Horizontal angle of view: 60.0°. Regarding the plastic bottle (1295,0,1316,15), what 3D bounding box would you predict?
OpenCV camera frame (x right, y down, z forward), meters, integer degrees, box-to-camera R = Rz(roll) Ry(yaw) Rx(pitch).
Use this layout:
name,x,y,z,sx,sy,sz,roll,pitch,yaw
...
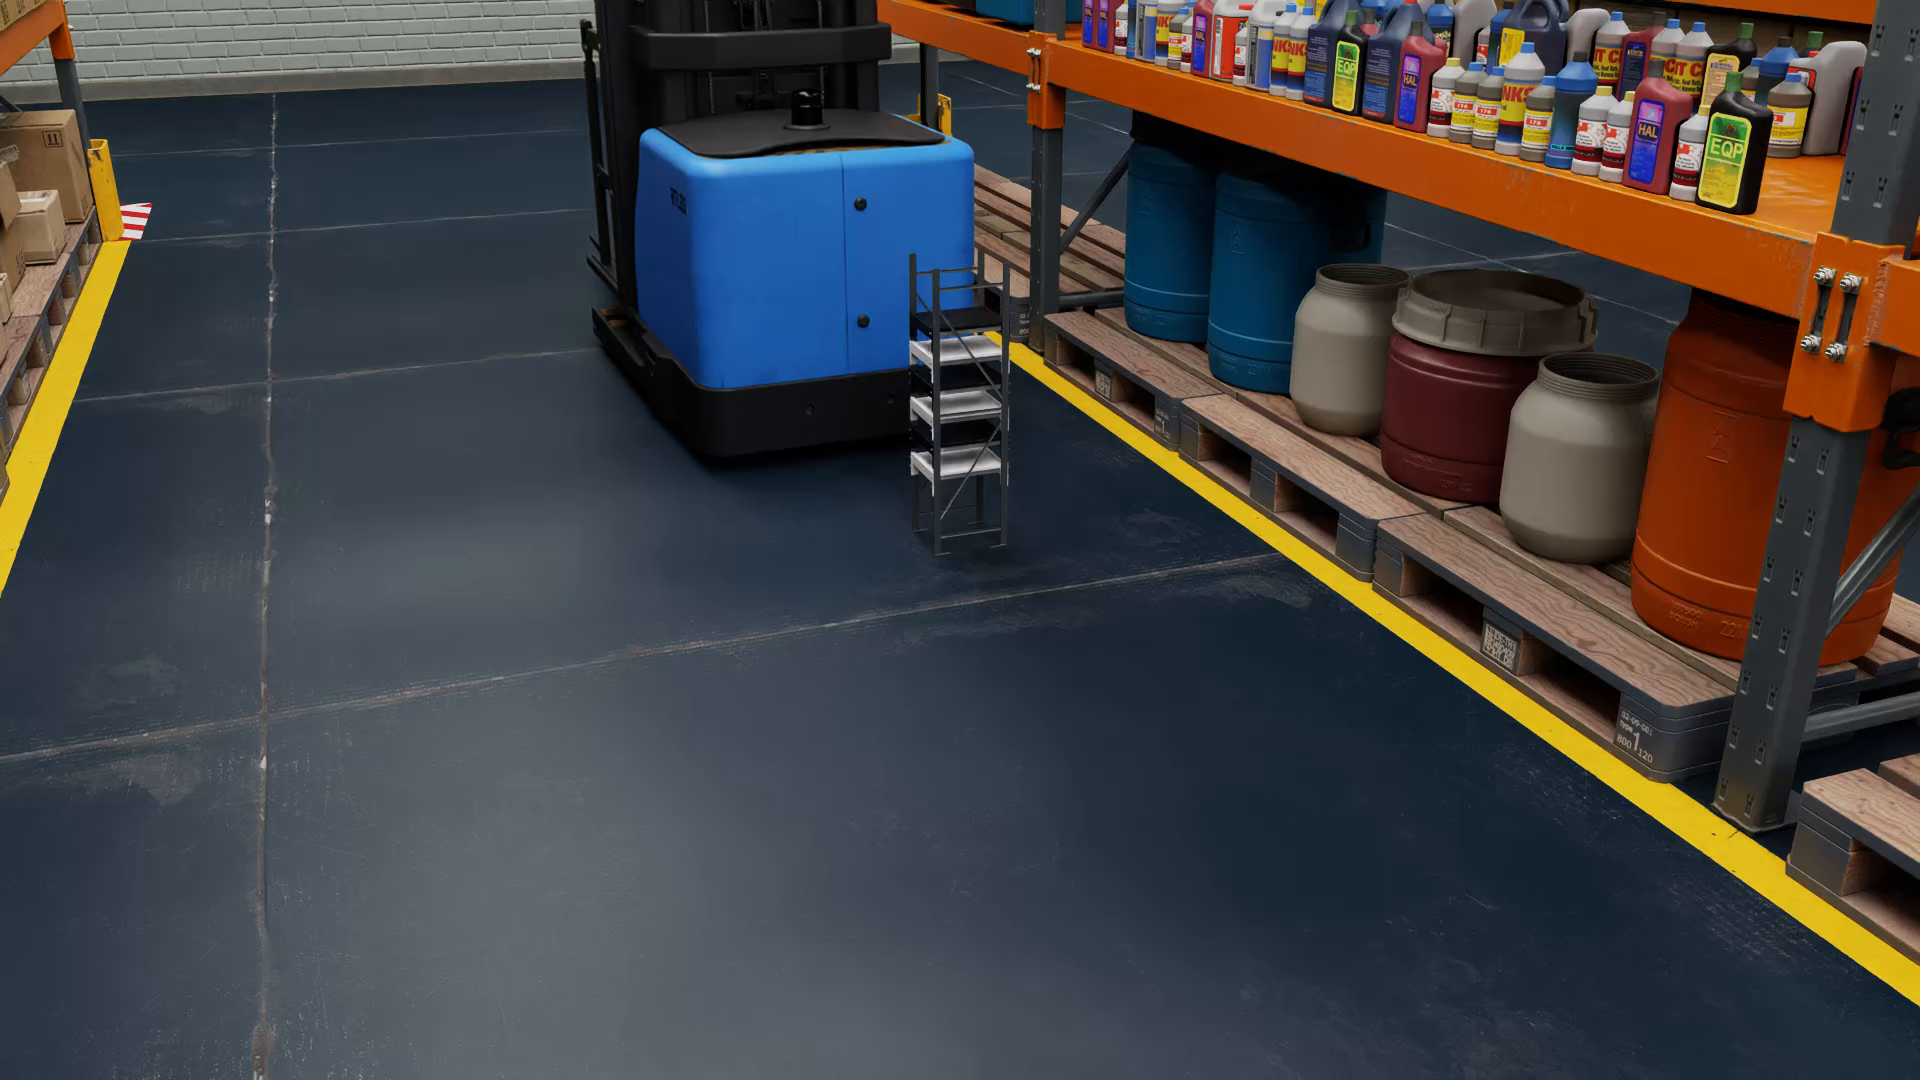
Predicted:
name,x,y,z,sx,sy,sz,roll,pitch,yaw
plastic bottle,1.282,-1.935,6.043,0.144,0.351,0.185,-8,24,-19

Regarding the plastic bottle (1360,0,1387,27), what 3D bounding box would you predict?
name,x,y,z,sx,sy,sz,roll,pitch,yaw
plastic bottle,1.425,-1.769,5.750,0.097,0.271,0.097,0,23,0

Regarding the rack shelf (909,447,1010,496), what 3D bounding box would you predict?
name,x,y,z,sx,sy,sz,roll,pitch,yaw
rack shelf,-0.003,-0.221,5.165,0.258,0.077,0.200,-8,24,-19

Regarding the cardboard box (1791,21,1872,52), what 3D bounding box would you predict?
name,x,y,z,sx,sy,sz,roll,pitch,yaw
cardboard box,5.262,-2.412,9.305,0.875,0.875,0.875,-8,24,-19

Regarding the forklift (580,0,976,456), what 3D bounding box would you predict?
name,x,y,z,sx,sy,sz,roll,pitch,yaw
forklift,-0.959,-2.182,6.652,1.130,2.935,3.031,-9,24,-20

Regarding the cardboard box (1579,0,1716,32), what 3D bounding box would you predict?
name,x,y,z,sx,sy,sz,roll,pitch,yaw
cardboard box,4.629,-3.062,10.848,0.875,0.875,0.875,-8,24,-19

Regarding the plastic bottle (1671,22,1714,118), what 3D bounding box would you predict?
name,x,y,z,sx,sy,sz,roll,pitch,yaw
plastic bottle,2.042,-1.302,4.643,0.097,0.271,0.097,0,23,0

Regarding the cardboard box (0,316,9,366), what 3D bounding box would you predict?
name,x,y,z,sx,sy,sz,roll,pitch,yaw
cardboard box,-3.795,-0.734,6.026,0.500,0.311,0.500,-8,24,-19

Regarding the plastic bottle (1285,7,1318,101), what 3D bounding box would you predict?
name,x,y,z,sx,sy,sz,roll,pitch,yaw
plastic bottle,1.052,-1.485,5.077,0.097,0.271,0.097,0,23,0

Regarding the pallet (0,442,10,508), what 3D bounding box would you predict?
name,x,y,z,sx,sy,sz,roll,pitch,yaw
pallet,-3.526,-0.013,5.010,1.003,0.211,1.213,-8,24,-19

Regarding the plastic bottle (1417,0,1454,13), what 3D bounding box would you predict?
name,x,y,z,sx,sy,sz,roll,pitch,yaw
plastic bottle,1.583,-1.746,5.690,0.152,0.276,0.135,-8,24,-19

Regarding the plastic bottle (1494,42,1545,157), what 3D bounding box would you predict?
name,x,y,z,sx,sy,sz,roll,pitch,yaw
plastic bottle,1.415,-1.112,4.193,0.097,0.271,0.097,0,23,0

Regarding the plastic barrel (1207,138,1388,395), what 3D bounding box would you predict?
name,x,y,z,sx,sy,sz,roll,pitch,yaw
plastic barrel,1.213,-1.036,6.007,0.600,0.901,0.708,-8,24,-19

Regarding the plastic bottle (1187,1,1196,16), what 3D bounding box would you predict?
name,x,y,z,sx,sy,sz,roll,pitch,yaw
plastic bottle,0.833,-1.846,6.023,0.097,0.201,0.097,0,23,0

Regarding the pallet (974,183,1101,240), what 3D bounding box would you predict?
name,x,y,z,sx,sy,sz,roll,pitch,yaw
pallet,0.056,-1.688,8.983,1.003,0.211,1.213,-8,24,-19

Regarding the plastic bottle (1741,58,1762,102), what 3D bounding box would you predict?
name,x,y,z,sx,sy,sz,roll,pitch,yaw
plastic bottle,2.123,-1.186,4.457,0.097,0.201,0.097,0,23,0

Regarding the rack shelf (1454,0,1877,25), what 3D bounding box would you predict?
name,x,y,z,sx,sy,sz,roll,pitch,yaw
rack shelf,4.713,-3.342,10.242,1.077,0.370,4.000,-8,24,-19

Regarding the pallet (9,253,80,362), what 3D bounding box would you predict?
name,x,y,z,sx,sy,sz,roll,pitch,yaw
pallet,-4.525,-0.997,7.344,1.003,0.211,1.213,-8,24,-19

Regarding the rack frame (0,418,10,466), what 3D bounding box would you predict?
name,x,y,z,sx,sy,sz,roll,pitch,yaw
rack frame,-3.849,-1.589,5.157,1.000,3.000,0.127,-8,24,-19

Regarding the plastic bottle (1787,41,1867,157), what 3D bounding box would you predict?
name,x,y,z,sx,sy,sz,roll,pitch,yaw
plastic bottle,2.186,-1.126,4.219,0.152,0.276,0.135,-8,24,-19

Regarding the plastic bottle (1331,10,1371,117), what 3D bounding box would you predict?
name,x,y,z,sx,sy,sz,roll,pitch,yaw
plastic bottle,1.141,-1.379,4.810,0.061,0.283,0.133,-8,24,-19

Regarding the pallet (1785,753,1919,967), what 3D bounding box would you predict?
name,x,y,z,sx,sy,sz,roll,pitch,yaw
pallet,2.437,0.758,3.179,1.003,0.211,1.213,-8,24,-19

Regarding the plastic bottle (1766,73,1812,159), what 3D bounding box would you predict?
name,x,y,z,sx,sy,sz,roll,pitch,yaw
plastic bottle,2.075,-1.068,4.177,0.097,0.201,0.097,0,23,0

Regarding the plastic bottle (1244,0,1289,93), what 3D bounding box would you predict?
name,x,y,z,sx,sy,sz,roll,pitch,yaw
plastic bottle,1.002,-1.569,5.269,0.152,0.276,0.135,-8,24,-19

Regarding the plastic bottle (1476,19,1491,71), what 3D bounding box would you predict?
name,x,y,z,sx,sy,sz,roll,pitch,yaw
plastic bottle,1.731,-1.589,5.414,0.097,0.201,0.097,0,23,0

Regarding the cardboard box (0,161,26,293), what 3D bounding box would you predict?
name,x,y,z,sx,sy,sz,roll,pitch,yaw
cardboard box,-4.517,-1.323,7.174,0.797,0.503,0.637,-8,24,-19

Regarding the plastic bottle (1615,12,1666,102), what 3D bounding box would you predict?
name,x,y,z,sx,sy,sz,roll,pitch,yaw
plastic bottle,1.983,-1.387,4.830,0.061,0.283,0.133,-8,24,-19

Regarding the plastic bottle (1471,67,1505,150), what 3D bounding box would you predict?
name,x,y,z,sx,sy,sz,roll,pitch,yaw
plastic bottle,1.380,-1.115,4.290,0.097,0.201,0.097,0,23,0

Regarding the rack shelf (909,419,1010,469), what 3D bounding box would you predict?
name,x,y,z,sx,sy,sz,roll,pitch,yaw
rack shelf,-0.003,-0.304,5.130,0.258,0.077,0.200,-8,24,-19

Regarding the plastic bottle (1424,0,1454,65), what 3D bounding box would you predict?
name,x,y,z,sx,sy,sz,roll,pitch,yaw
plastic bottle,1.555,-1.636,5.434,0.097,0.271,0.097,0,23,0

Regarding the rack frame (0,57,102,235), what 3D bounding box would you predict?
name,x,y,z,sx,sy,sz,roll,pitch,yaw
rack frame,-5.262,-3.042,8.605,1.000,3.000,0.127,-8,24,-19

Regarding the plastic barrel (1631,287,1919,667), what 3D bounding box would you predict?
name,x,y,z,sx,sy,sz,roll,pitch,yaw
plastic barrel,2.011,-0.182,4.074,0.600,0.830,0.708,-8,24,-19

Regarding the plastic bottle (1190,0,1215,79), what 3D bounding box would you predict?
name,x,y,z,sx,sy,sz,roll,pitch,yaw
plastic bottle,0.831,-1.699,5.568,0.061,0.283,0.133,-8,24,-19

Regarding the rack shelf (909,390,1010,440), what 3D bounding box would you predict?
name,x,y,z,sx,sy,sz,roll,pitch,yaw
rack shelf,-0.003,-0.387,5.095,0.258,0.077,0.200,-8,24,-19

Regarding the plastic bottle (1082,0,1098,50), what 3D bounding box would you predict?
name,x,y,z,sx,sy,sz,roll,pitch,yaw
plastic bottle,0.517,-2.021,6.334,0.061,0.283,0.133,-8,24,-19

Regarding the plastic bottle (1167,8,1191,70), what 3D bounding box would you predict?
name,x,y,z,sx,sy,sz,roll,pitch,yaw
plastic bottle,0.772,-1.741,5.773,0.097,0.201,0.097,0,23,0

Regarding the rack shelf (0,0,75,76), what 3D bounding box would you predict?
name,x,y,z,sx,sy,sz,roll,pitch,yaw
rack shelf,-4.555,-1.984,7.021,1.077,0.370,4.000,-8,24,-19

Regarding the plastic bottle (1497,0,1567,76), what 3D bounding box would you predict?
name,x,y,z,sx,sy,sz,roll,pitch,yaw
plastic bottle,1.712,-1.485,4.975,0.144,0.351,0.185,-8,24,-19

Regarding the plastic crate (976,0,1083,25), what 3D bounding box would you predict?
name,x,y,z,sx,sy,sz,roll,pitch,yaw
plastic crate,0.302,-2.410,7.049,0.392,0.384,0.575,-8,24,-19

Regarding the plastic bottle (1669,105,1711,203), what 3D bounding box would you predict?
name,x,y,z,sx,sy,sz,roll,pitch,yaw
plastic bottle,1.634,-0.855,3.672,0.097,0.201,0.097,0,23,0

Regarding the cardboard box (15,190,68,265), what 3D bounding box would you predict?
name,x,y,z,sx,sy,sz,roll,pitch,yaw
cardboard box,-4.532,-1.465,7.837,0.500,0.250,0.500,-8,24,-19

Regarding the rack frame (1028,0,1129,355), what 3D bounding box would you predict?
name,x,y,z,sx,sy,sz,roll,pitch,yaw
rack frame,0.786,-2.267,6.766,1.000,3.000,0.127,-8,24,-19

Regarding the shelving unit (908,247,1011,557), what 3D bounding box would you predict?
name,x,y,z,sx,sy,sz,roll,pitch,yaw
shelving unit,-0.003,-0.418,5.082,0.258,0.900,0.210,-8,24,-19

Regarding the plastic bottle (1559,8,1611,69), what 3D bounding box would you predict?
name,x,y,z,sx,sy,sz,roll,pitch,yaw
plastic bottle,1.859,-1.462,5.016,0.152,0.276,0.135,-8,24,-19

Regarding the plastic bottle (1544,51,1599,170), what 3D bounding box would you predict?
name,x,y,z,sx,sy,sz,roll,pitch,yaw
plastic bottle,1.483,-1.042,4.025,0.097,0.271,0.097,0,23,0

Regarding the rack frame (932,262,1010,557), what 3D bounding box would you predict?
name,x,y,z,sx,sy,sz,roll,pitch,yaw
rack frame,0.033,-0.381,4.995,0.240,0.900,0.006,-8,24,-19

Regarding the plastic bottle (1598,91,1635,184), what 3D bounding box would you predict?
name,x,y,z,sx,sy,sz,roll,pitch,yaw
plastic bottle,1.552,-0.939,3.871,0.097,0.201,0.097,0,23,0

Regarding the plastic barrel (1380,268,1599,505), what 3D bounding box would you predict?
name,x,y,z,sx,sy,sz,roll,pitch,yaw
plastic barrel,1.612,-0.481,5.094,0.600,0.588,0.708,-8,24,-19

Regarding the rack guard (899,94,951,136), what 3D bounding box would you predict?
name,x,y,z,sx,sy,sz,roll,pitch,yaw
rack guard,-0.647,-2.575,10.716,1.175,0.500,0.348,-8,24,-19

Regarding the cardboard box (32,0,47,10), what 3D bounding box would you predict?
name,x,y,z,sx,sy,sz,roll,pitch,yaw
cardboard box,-4.663,-2.775,7.842,0.500,0.500,0.500,-8,24,-19

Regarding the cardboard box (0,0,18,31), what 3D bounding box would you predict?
name,x,y,z,sx,sy,sz,roll,pitch,yaw
cardboard box,-4.314,-2.409,6.976,0.500,0.500,0.500,-9,24,-20

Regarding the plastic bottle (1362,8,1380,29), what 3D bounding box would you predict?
name,x,y,z,sx,sy,sz,roll,pitch,yaw
plastic bottle,1.221,-1.470,5.040,0.097,0.271,0.097,0,23,0

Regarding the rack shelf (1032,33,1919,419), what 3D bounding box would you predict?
name,x,y,z,sx,sy,sz,roll,pitch,yaw
rack shelf,1.493,-1.209,5.182,1.077,0.370,4.000,-8,24,-19

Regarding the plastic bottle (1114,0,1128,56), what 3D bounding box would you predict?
name,x,y,z,sx,sy,sz,roll,pitch,yaw
plastic bottle,0.622,-1.896,6.141,0.097,0.201,0.097,0,23,0

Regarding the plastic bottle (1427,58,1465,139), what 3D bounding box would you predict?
name,x,y,z,sx,sy,sz,roll,pitch,yaw
plastic bottle,1.311,-1.186,4.458,0.097,0.201,0.097,0,23,0

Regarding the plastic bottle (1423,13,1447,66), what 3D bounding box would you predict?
name,x,y,z,sx,sy,sz,roll,pitch,yaw
plastic bottle,1.323,-1.350,4.742,0.061,0.283,0.133,-8,24,-19

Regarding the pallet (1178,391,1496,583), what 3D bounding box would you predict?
name,x,y,z,sx,sy,sz,roll,pitch,yaw
pallet,1.455,-0.252,5.576,1.003,0.211,1.213,-8,24,-19

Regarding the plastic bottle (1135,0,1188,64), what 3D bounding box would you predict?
name,x,y,z,sx,sy,sz,roll,pitch,yaw
plastic bottle,0.723,-1.856,5.952,0.152,0.276,0.135,-8,24,-19
